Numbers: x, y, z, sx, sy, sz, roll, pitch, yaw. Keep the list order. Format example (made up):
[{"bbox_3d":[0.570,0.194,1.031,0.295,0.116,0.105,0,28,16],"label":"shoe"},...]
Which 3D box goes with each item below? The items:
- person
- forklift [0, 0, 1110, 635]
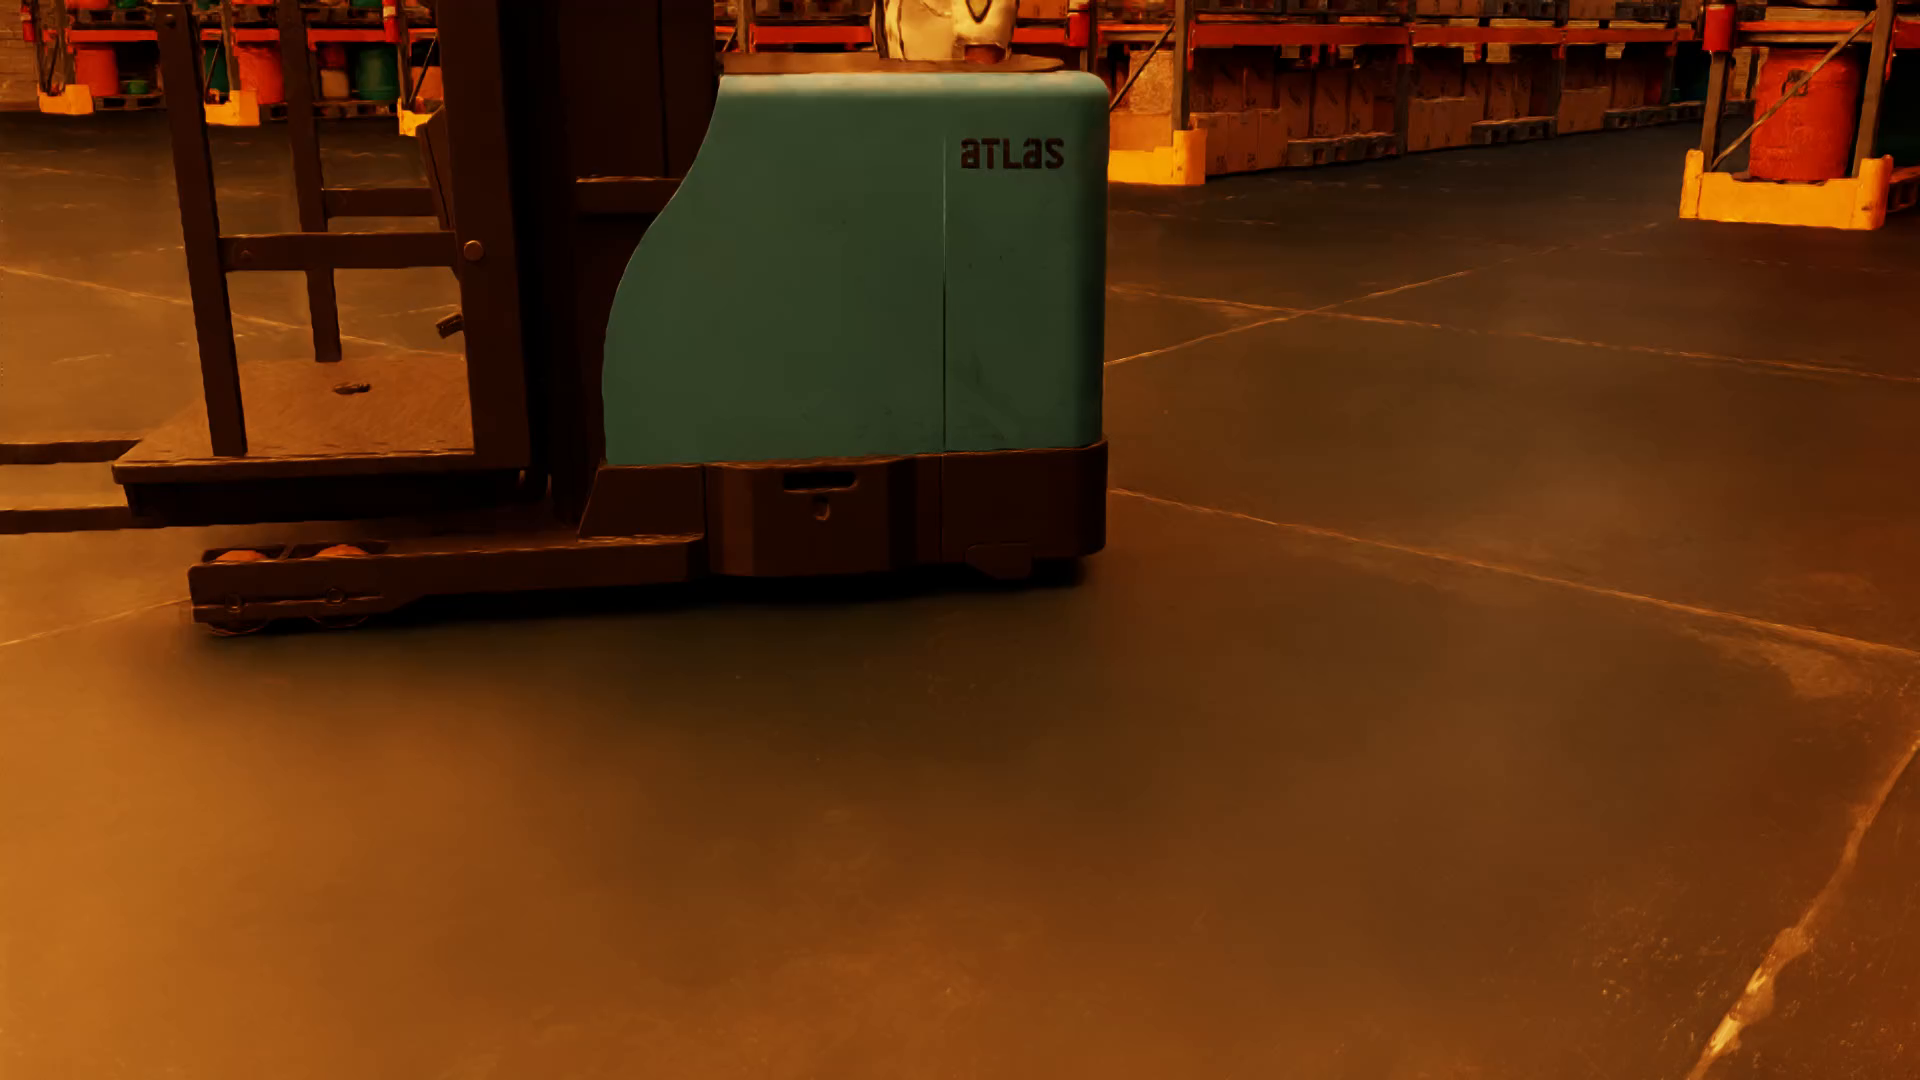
[{"bbox_3d":[-0.116,-0.790,3.666,0.563,1.680,0.475,-2,17,-8],"label":"person"},{"bbox_3d":[-1.245,-1.379,3.438,3.031,2.935,1.130,-3,17,-9],"label":"forklift"}]
